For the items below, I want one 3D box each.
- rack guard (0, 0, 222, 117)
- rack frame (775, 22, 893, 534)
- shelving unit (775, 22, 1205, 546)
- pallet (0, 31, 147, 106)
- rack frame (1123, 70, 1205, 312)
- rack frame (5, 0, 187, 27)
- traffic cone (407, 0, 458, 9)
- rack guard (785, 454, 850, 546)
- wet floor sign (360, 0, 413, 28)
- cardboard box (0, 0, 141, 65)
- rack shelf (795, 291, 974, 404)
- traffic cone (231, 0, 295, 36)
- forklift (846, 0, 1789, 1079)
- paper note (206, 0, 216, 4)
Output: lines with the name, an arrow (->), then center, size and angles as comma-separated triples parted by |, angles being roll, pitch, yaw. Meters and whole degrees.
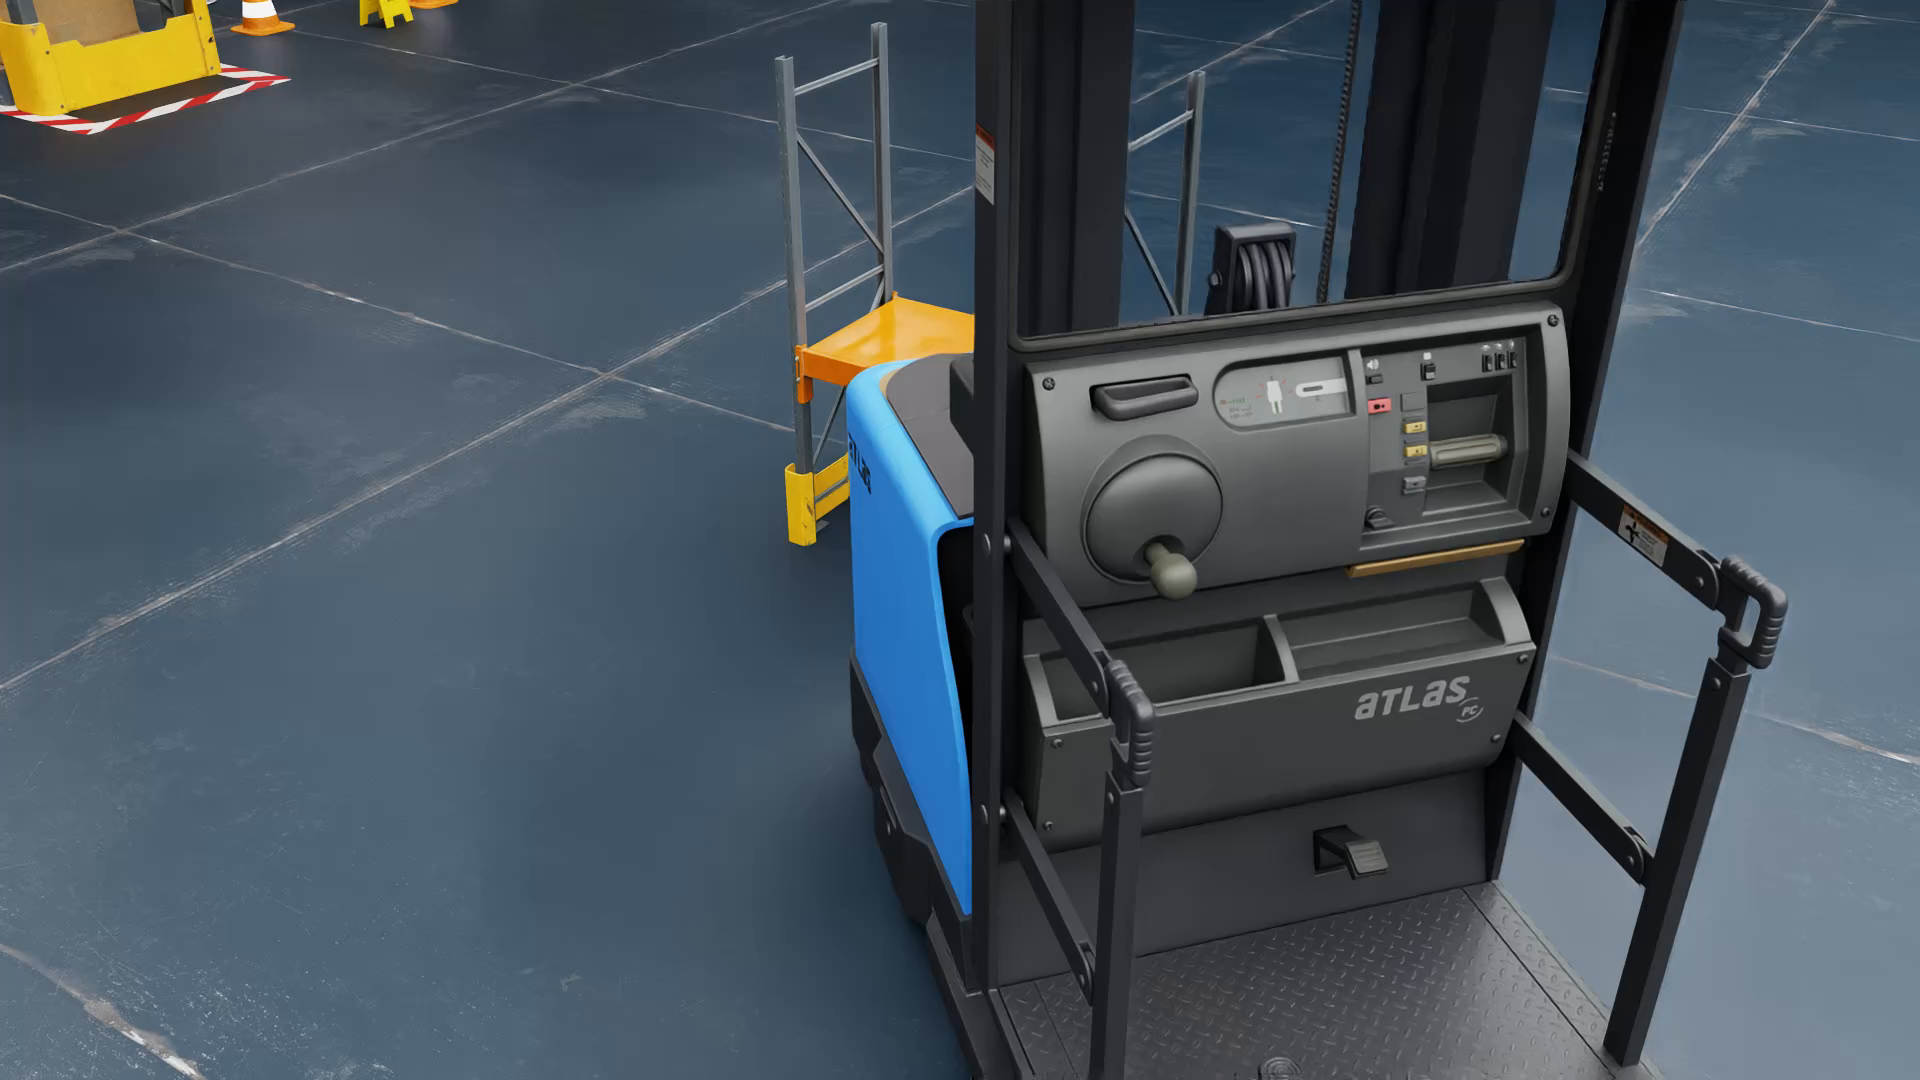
rack guard -> -4.934, -2.872, 9.676 | 0.348, 0.500, 1.175 | 18, 35, 27
rack frame -> -0.358, -0.761, 5.066 | 0.032, 1.500, 0.500 | 18, 35, 27
shelving unit -> 0.065, -0.627, 4.837 | 1.083, 1.500, 0.587 | 18, 35, 27
pallet -> -5.673, -2.934, 10.070 | 1.213, 0.211, 1.003 | 18, 35, 27
rack frame -> 0.503, -0.489, 4.599 | 0.032, 1.500, 0.500 | 18, 35, 27
rack frame -> -4.954, -3.958, 9.057 | 0.127, 3.000, 1.000 | 18, 35, 27
traffic cone -> -3.760, -4.002, 11.650 | 0.334, 0.463, 0.336 | 18, 35, 27
rack guard -> -0.357, -0.221, 5.381 | 0.087, 0.250, 0.587 | 18, 35, 27
wet floor sign -> -3.877, -3.778, 11.086 | 0.232, 0.644, 0.267 | 12, 32, 19
cardboard box -> -5.564, -3.375, 9.750 | 0.875, 0.875, 0.875 | 18, 35, 28
rack shelf -> 0.072, -0.470, 4.924 | 1.000, 0.185, 0.538 | 18, 35, 27
traffic cone -> -4.649, -3.610, 10.979 | 0.334, 0.463, 0.336 | 18, 35, 27
forklift -> 0.627, -0.096, 2.505 | 1.130, 2.935, 3.031 | -8, 31, -14
paper note -> -5.345, -3.808, 11.749 | 0.144, 0.017, 0.142 | -21, 36, -32
